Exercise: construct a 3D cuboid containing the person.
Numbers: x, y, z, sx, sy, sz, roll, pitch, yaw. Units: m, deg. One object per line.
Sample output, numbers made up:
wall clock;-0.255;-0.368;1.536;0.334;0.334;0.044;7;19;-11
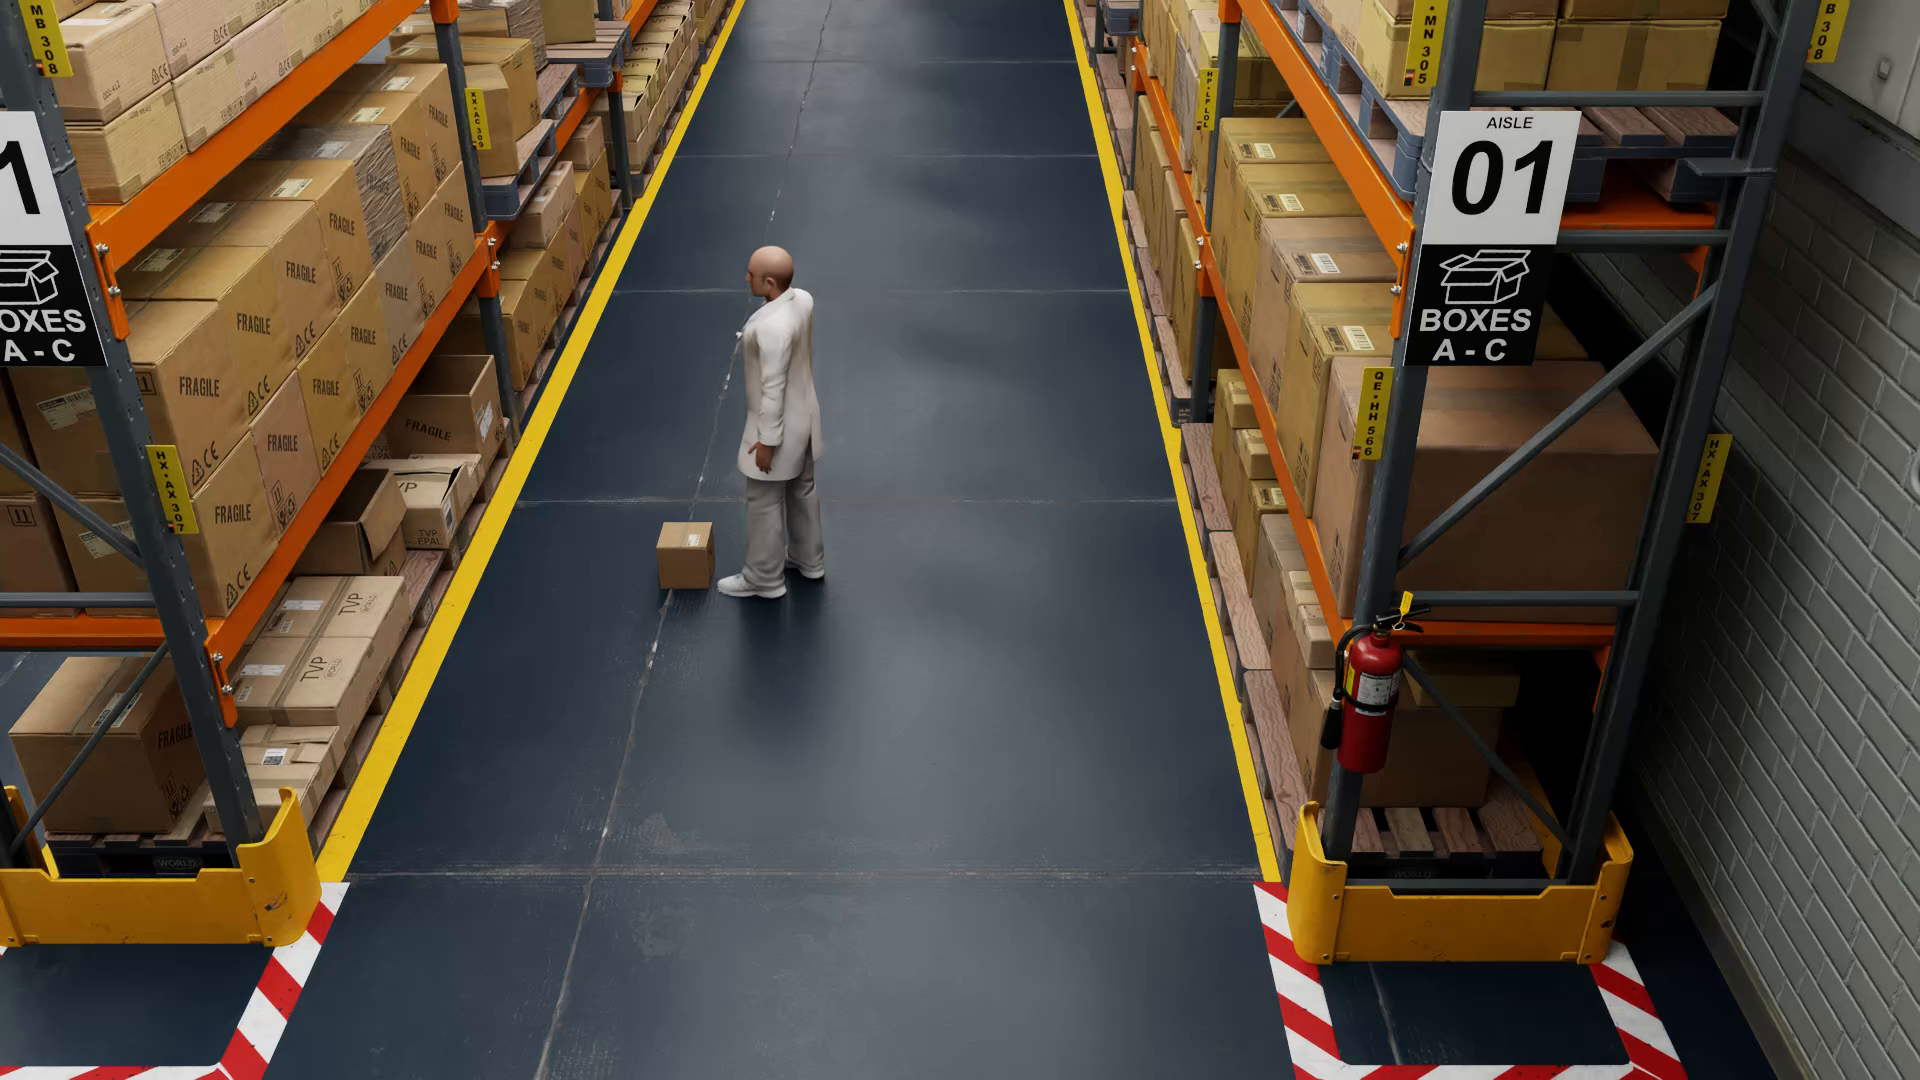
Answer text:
person;-0.938;-0.592;8.125;0.494;1.798;0.637;9;32;14
